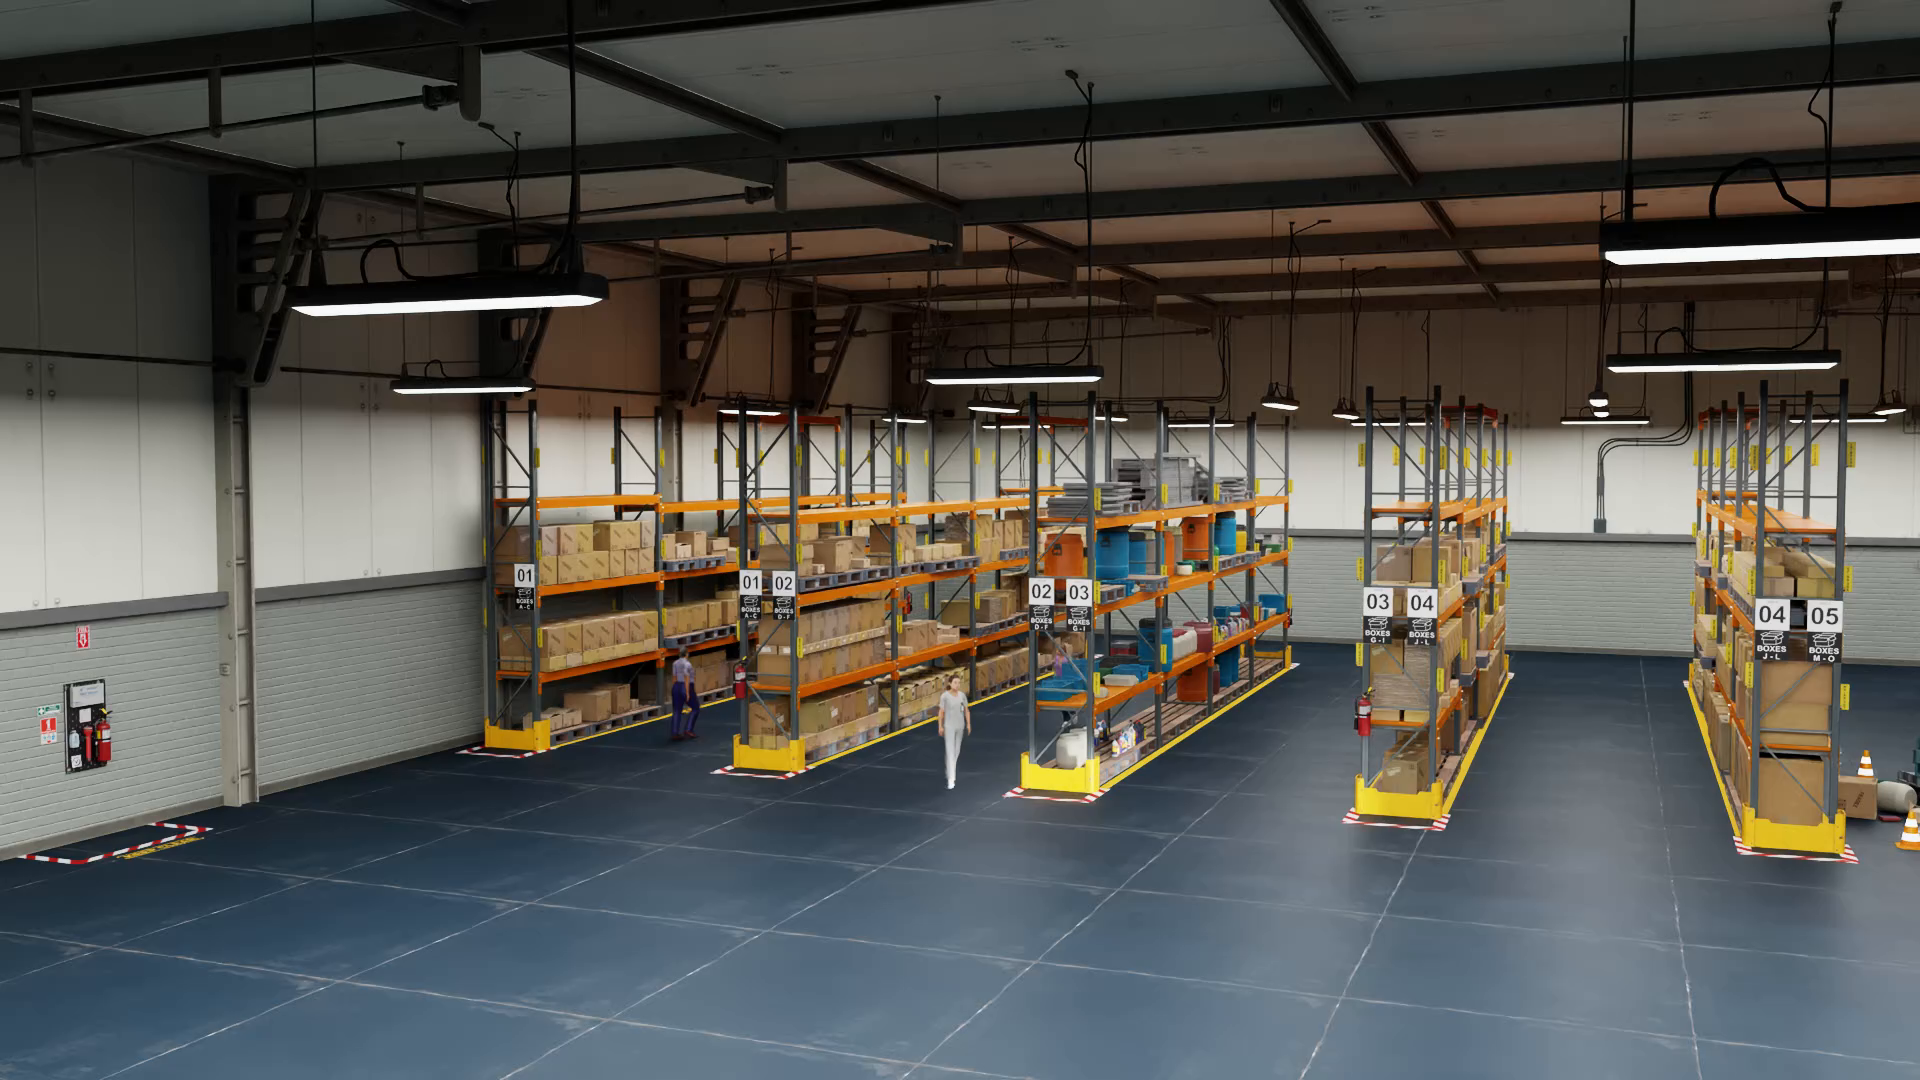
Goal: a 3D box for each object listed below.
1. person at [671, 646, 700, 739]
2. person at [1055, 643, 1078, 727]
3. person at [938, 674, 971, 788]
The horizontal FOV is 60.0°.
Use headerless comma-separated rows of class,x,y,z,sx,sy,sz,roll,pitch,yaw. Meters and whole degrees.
person,-4.944,2.727,29.600,0.517,1.658,0.522,2,3,32
person,1.979,2.693,30.976,0.498,1.579,0.455,2,4,40
person,-0.082,2.906,25.504,0.528,1.660,0.715,-2,3,-28
